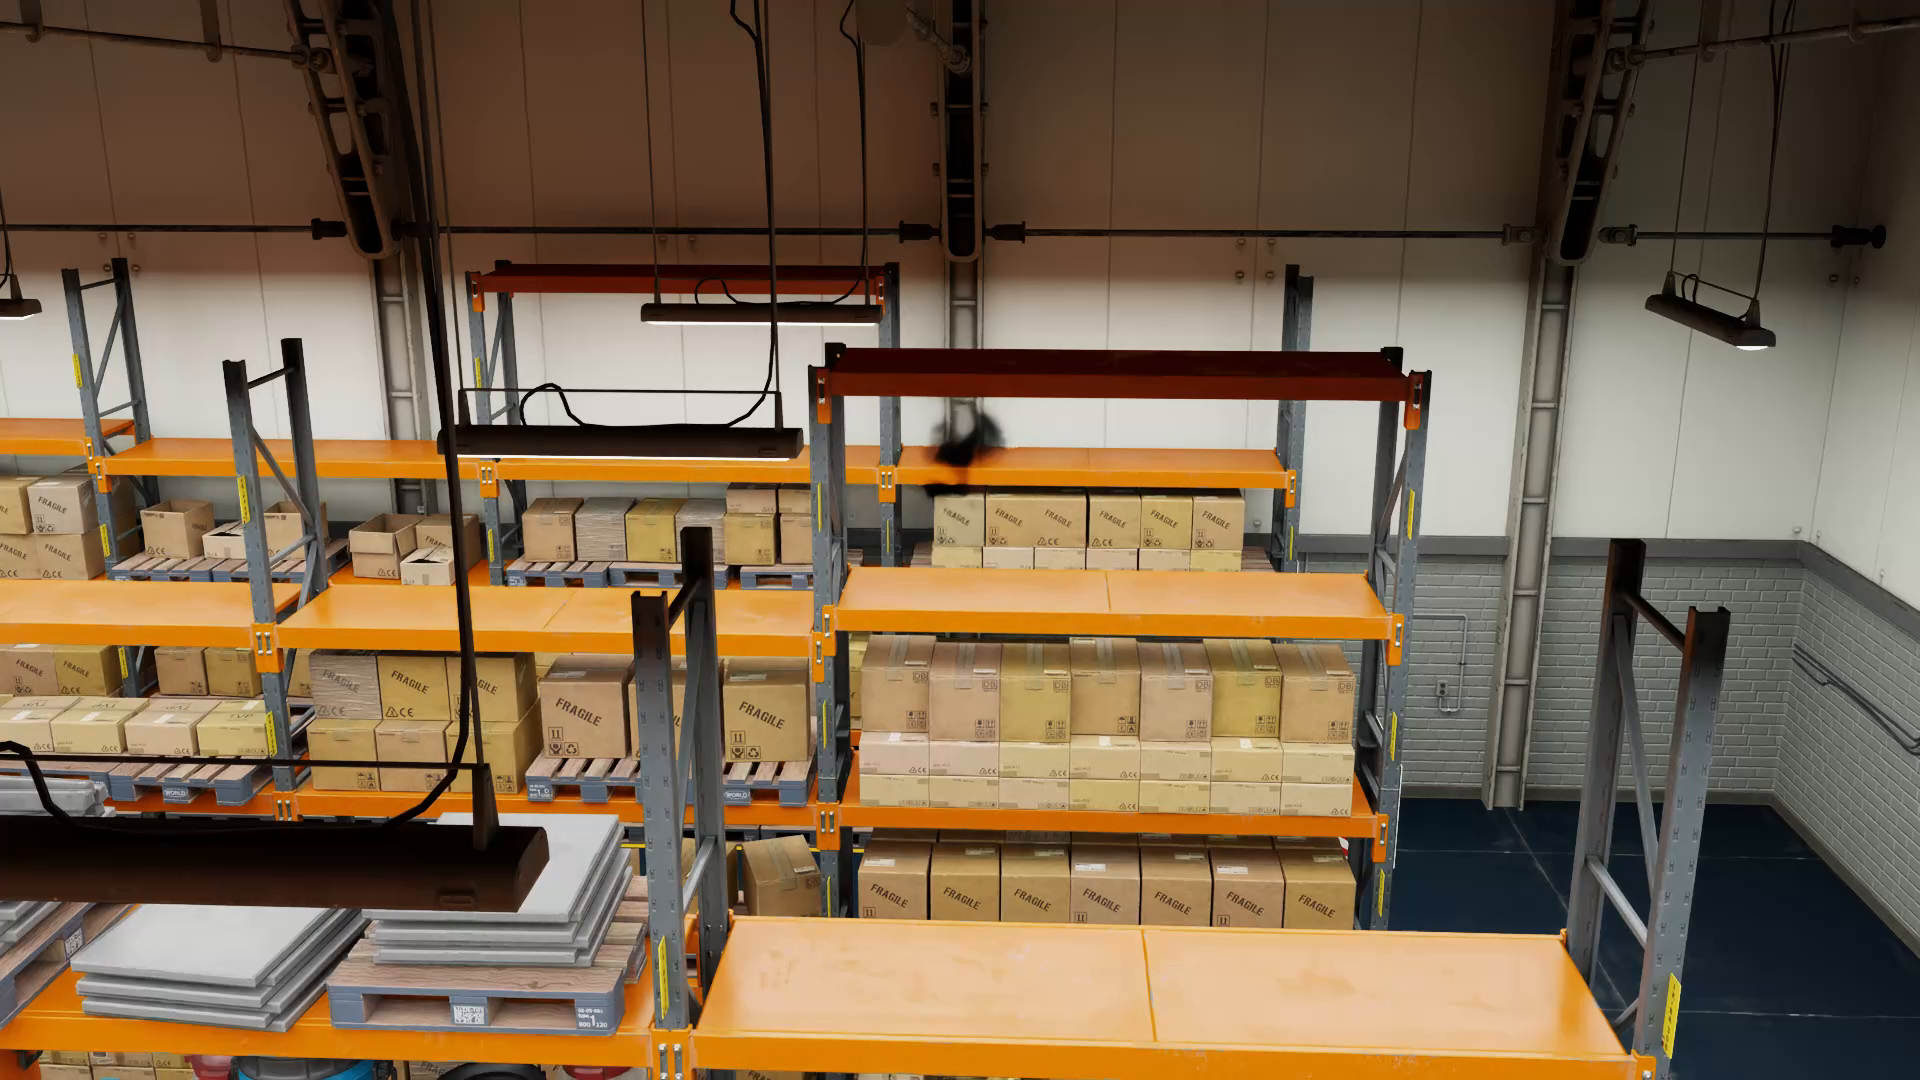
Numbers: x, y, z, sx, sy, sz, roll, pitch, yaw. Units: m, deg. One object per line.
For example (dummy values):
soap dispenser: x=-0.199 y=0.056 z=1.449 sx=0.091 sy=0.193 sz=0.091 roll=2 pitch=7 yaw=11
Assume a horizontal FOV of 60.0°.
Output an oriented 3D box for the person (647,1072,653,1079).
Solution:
person: x=-1.942 y=4.265 z=11.051 sx=0.609 sy=1.631 sz=0.576 roll=0 pitch=16 yaw=0
